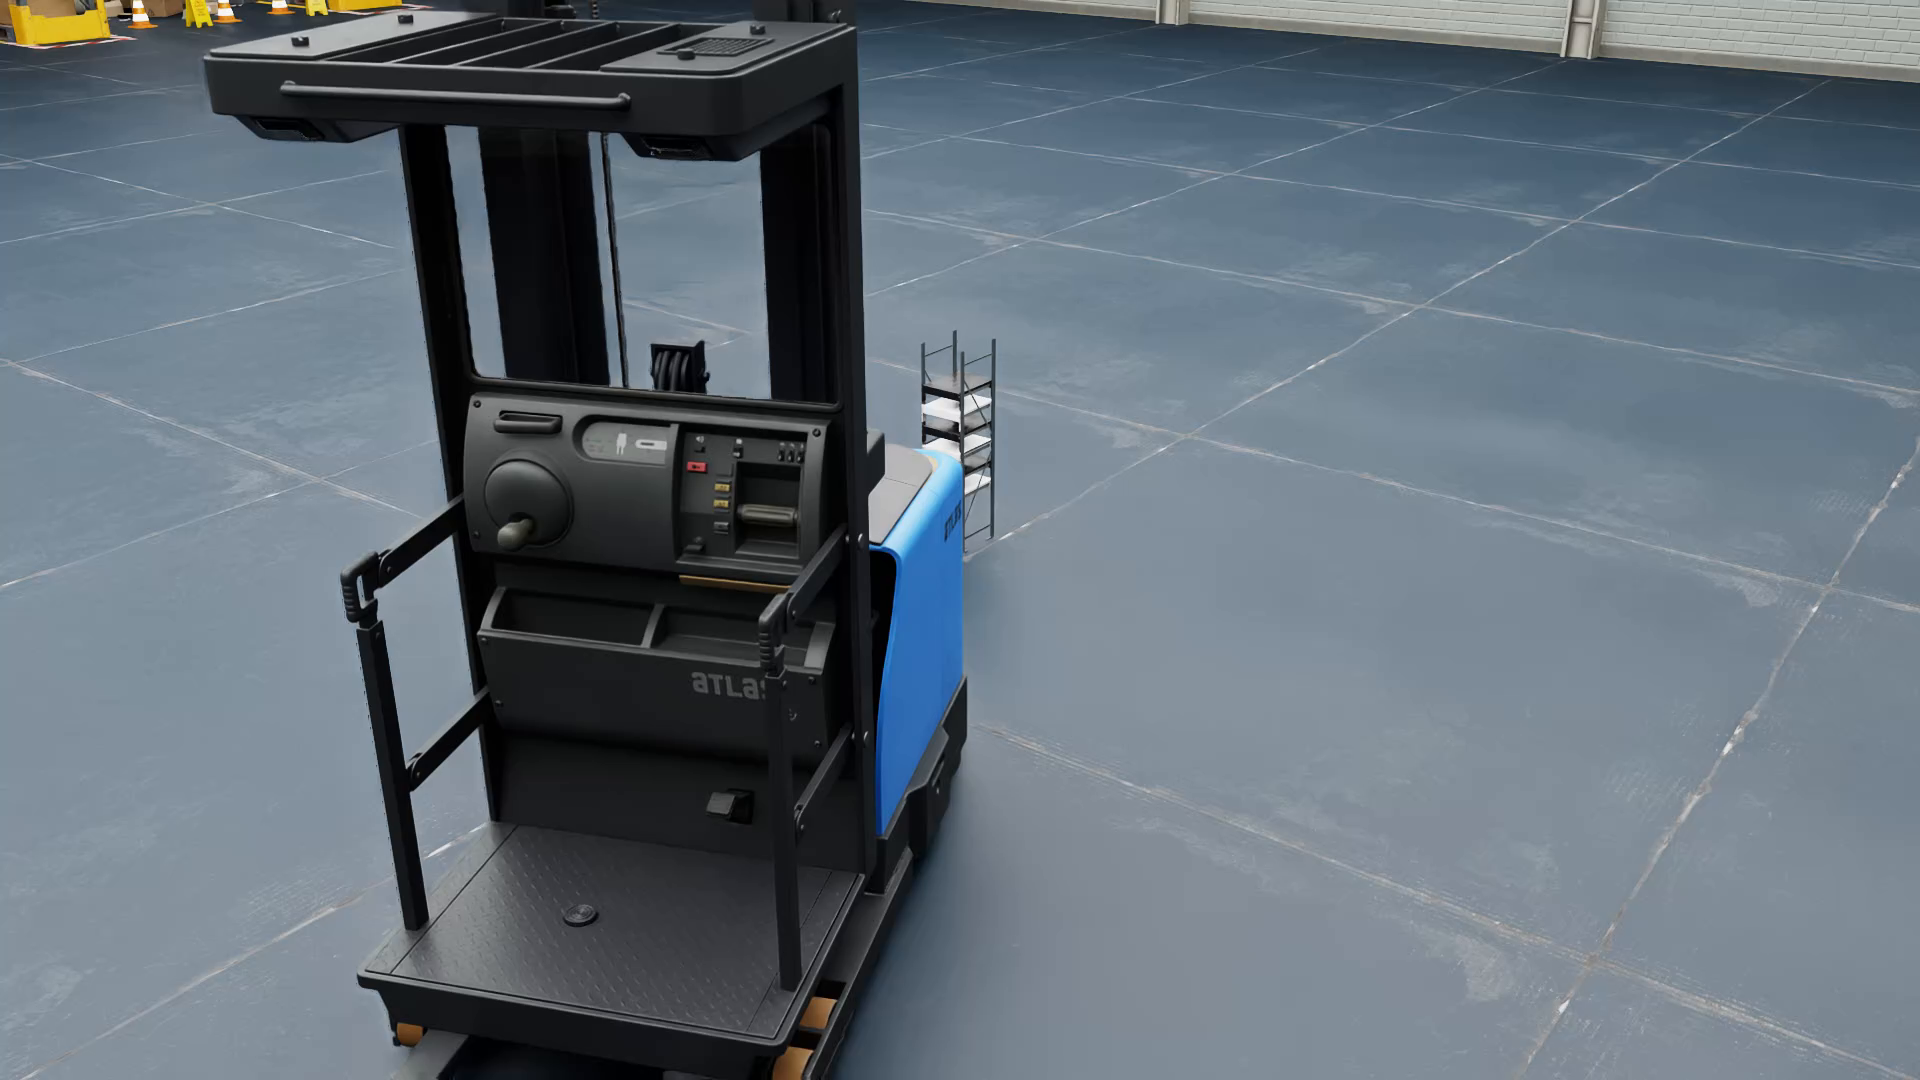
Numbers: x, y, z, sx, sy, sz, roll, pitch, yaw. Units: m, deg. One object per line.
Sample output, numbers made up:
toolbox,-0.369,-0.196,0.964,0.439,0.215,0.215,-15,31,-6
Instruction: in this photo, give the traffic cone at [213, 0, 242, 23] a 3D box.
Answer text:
traffic cone,-10.932,-7.948,24.716,0.334,0.463,0.336,17,29,33

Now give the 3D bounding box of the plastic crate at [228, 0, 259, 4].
plastic crate,-11.856,-8.849,27.234,0.583,0.080,0.402,7,25,15

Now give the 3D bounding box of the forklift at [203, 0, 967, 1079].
forklift,-0.820,-0.106,3.855,1.130,2.935,3.031,6,24,12

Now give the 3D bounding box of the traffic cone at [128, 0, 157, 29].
traffic cone,-11.881,-7.666,24.075,0.334,0.463,0.336,17,29,33

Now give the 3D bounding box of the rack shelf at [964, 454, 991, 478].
rack shelf,-0.006,-0.301,7.123,0.200,0.077,0.258,17,29,33

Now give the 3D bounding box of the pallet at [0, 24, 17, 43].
pallet,-12.995,-7.132,23.176,1.213,0.211,1.003,17,29,33

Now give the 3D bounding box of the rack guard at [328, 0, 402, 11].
rack guard,-9.481,-8.736,26.458,0.348,0.500,1.175,17,29,33

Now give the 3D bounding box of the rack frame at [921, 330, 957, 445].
rack frame,-0.088,-0.438,7.129,0.006,0.900,0.240,17,29,33

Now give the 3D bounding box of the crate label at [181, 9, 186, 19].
crate label,-11.598,-7.969,25.168,0.298,0.136,0.250,3,24,6

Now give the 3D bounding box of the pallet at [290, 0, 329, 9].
pallet,-10.110,-8.812,26.988,1.213,0.211,1.003,17,29,33

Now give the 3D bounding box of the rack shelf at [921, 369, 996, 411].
rack shelf,-0.006,-0.630,6.978,0.200,0.077,0.258,17,29,33

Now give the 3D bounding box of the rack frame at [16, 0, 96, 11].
rack frame,-12.308,-8.240,22.232,0.127,3.000,1.000,17,29,33

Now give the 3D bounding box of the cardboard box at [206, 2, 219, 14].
cardboard box,-11.680,-8.222,25.727,0.380,0.149,0.250,-10,26,-21

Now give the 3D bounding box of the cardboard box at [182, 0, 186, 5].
cardboard box,-12.580,-8.988,27.027,0.500,0.500,0.500,-5,24,-12

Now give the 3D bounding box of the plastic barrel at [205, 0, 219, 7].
plastic barrel,-11.981,-8.694,26.457,0.512,0.421,0.421,-5,24,-12

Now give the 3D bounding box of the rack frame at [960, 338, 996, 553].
rack frame,0.075,-0.389,7.017,0.006,0.900,0.240,17,29,33

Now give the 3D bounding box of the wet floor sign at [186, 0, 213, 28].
wet floor sign,-11.097,-7.795,24.141,0.232,0.644,0.267,12,26,24

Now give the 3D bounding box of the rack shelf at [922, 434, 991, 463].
rack shelf,-0.006,-0.383,7.086,0.200,0.077,0.258,17,29,33

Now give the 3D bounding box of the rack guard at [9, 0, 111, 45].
rack guard,-12.289,-7.091,22.723,0.348,0.500,1.175,17,29,33

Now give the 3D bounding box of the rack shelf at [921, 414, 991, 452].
rack shelf,-0.006,-0.466,7.050,0.200,0.077,0.258,17,29,33

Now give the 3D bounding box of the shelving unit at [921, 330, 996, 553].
shelving unit,-0.006,-0.414,7.073,0.210,0.900,0.258,17,29,33

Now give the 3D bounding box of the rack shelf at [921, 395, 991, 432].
rack shelf,-0.006,-0.548,7.014,0.200,0.077,0.258,17,29,33

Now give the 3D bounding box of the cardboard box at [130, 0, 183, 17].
cardboard box,-12.344,-8.327,25.526,0.637,0.503,0.797,-1,24,-3

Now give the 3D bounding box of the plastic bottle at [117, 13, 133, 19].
plastic bottle,-12.659,-7.940,25.195,0.283,0.061,0.133,7,25,15

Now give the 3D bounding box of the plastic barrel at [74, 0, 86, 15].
plastic barrel,-13.681,-8.249,25.448,0.512,0.421,0.421,-5,24,-12

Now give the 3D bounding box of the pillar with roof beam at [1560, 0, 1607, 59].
pillar with roof beam,5.359,-8.927,16.350,0.400,9.000,9.100,17,29,33

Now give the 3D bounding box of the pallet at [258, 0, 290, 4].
pallet,-11.082,-9.107,27.658,1.213,0.211,1.003,17,29,33

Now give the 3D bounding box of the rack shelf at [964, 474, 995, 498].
rack shelf,-0.006,-0.219,7.159,0.200,0.077,0.258,17,29,33

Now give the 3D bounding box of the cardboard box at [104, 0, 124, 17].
cardboard box,-13.029,-8.135,25.384,0.396,0.266,0.258,-21,31,-39

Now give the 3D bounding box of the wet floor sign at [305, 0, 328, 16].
wet floor sign,-9.910,-8.393,25.499,0.267,0.644,0.232,-15,28,-30

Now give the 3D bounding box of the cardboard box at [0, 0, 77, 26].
cardboard box,-12.890,-7.603,22.900,0.875,0.875,0.875,17,29,34

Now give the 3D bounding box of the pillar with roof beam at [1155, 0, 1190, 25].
pillar with roof beam,0.558,-10.378,19.643,0.400,9.000,9.100,17,29,33

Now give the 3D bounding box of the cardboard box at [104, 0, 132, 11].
cardboard box,-13.097,-8.613,26.006,0.503,0.637,0.797,17,29,33

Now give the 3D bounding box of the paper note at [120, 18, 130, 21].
paper note,-12.511,-7.798,24.912,0.144,0.017,0.142,-15,28,-30

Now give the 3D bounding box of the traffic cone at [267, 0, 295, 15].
traffic cone,-10.538,-8.389,25.715,0.334,0.463,0.336,17,29,33
